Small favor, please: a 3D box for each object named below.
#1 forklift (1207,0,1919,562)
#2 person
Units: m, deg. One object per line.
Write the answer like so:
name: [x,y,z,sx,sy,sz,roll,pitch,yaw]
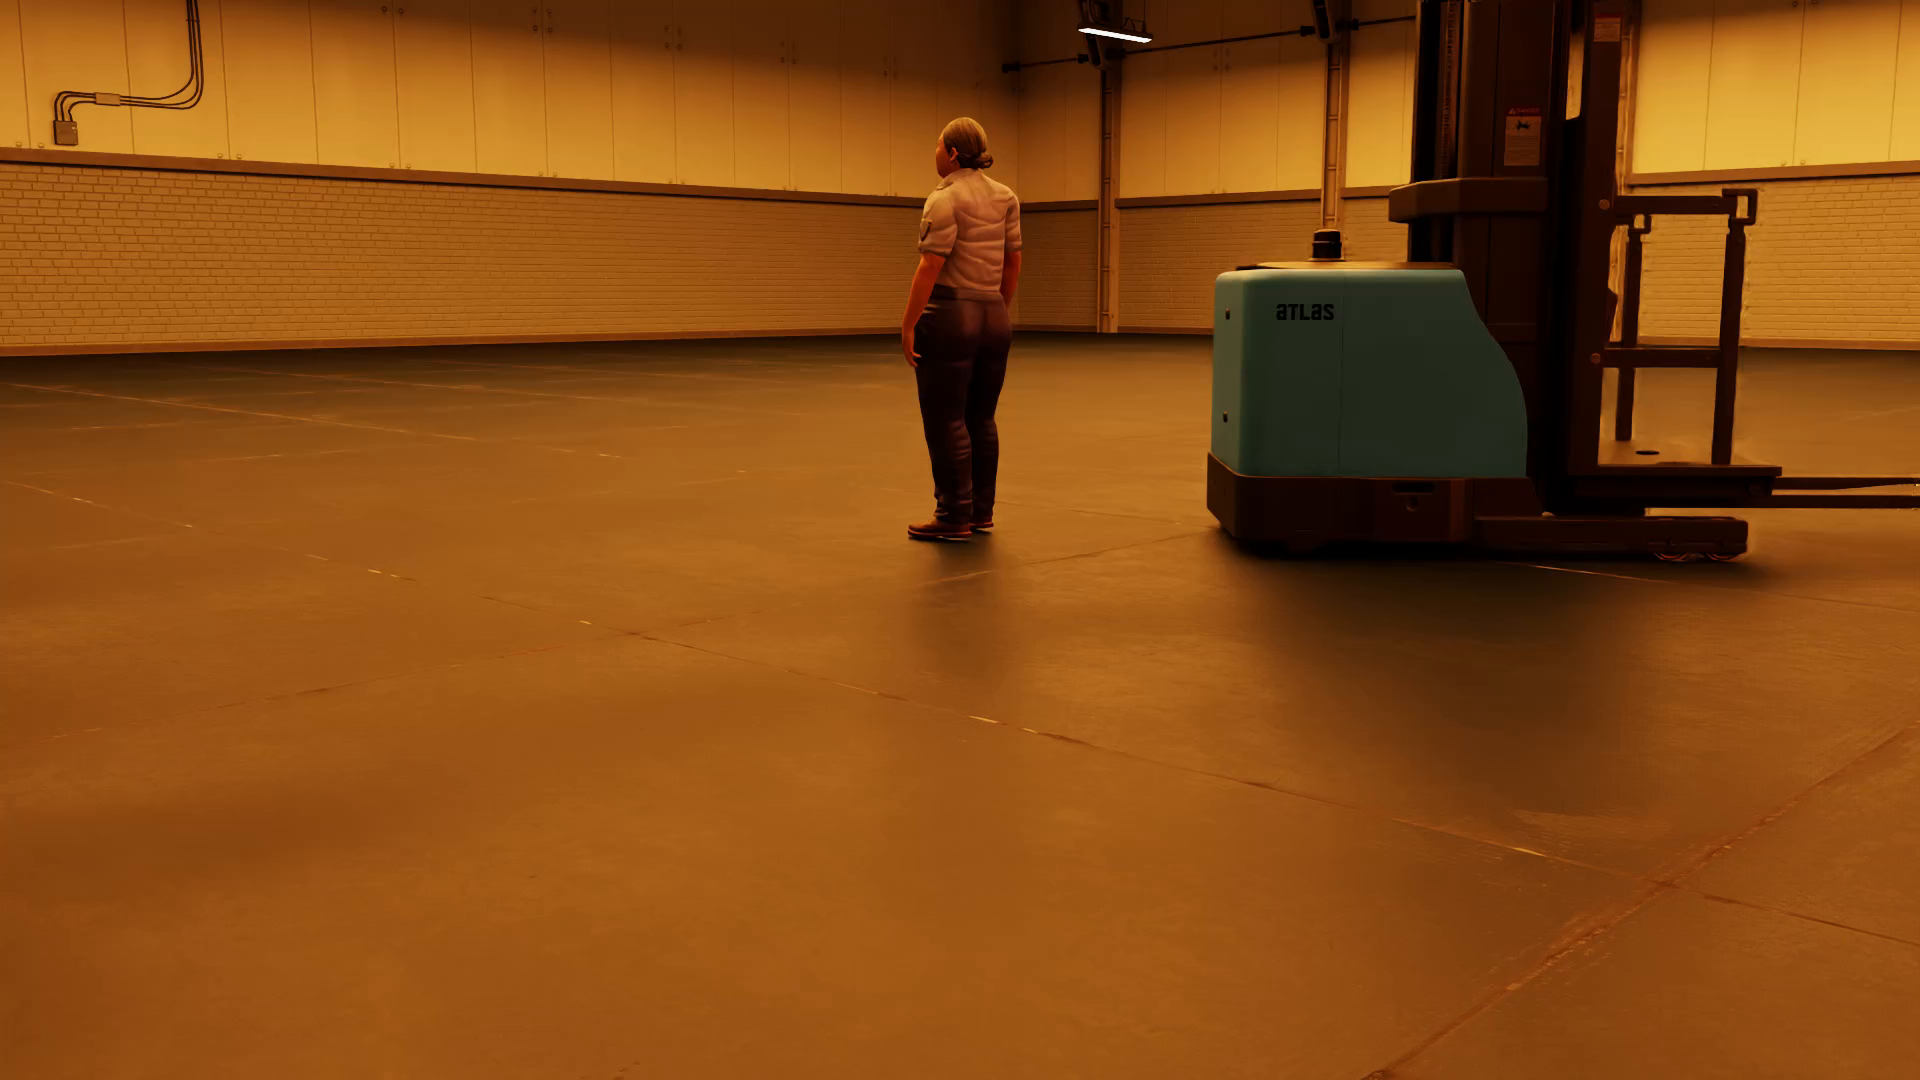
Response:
forklift: [2.564,-1.447,6.484,3.031,2.935,1.130,0,9,2]
person: [-0.049,-0.834,6.671,0.503,1.650,0.599,8,12,43]
